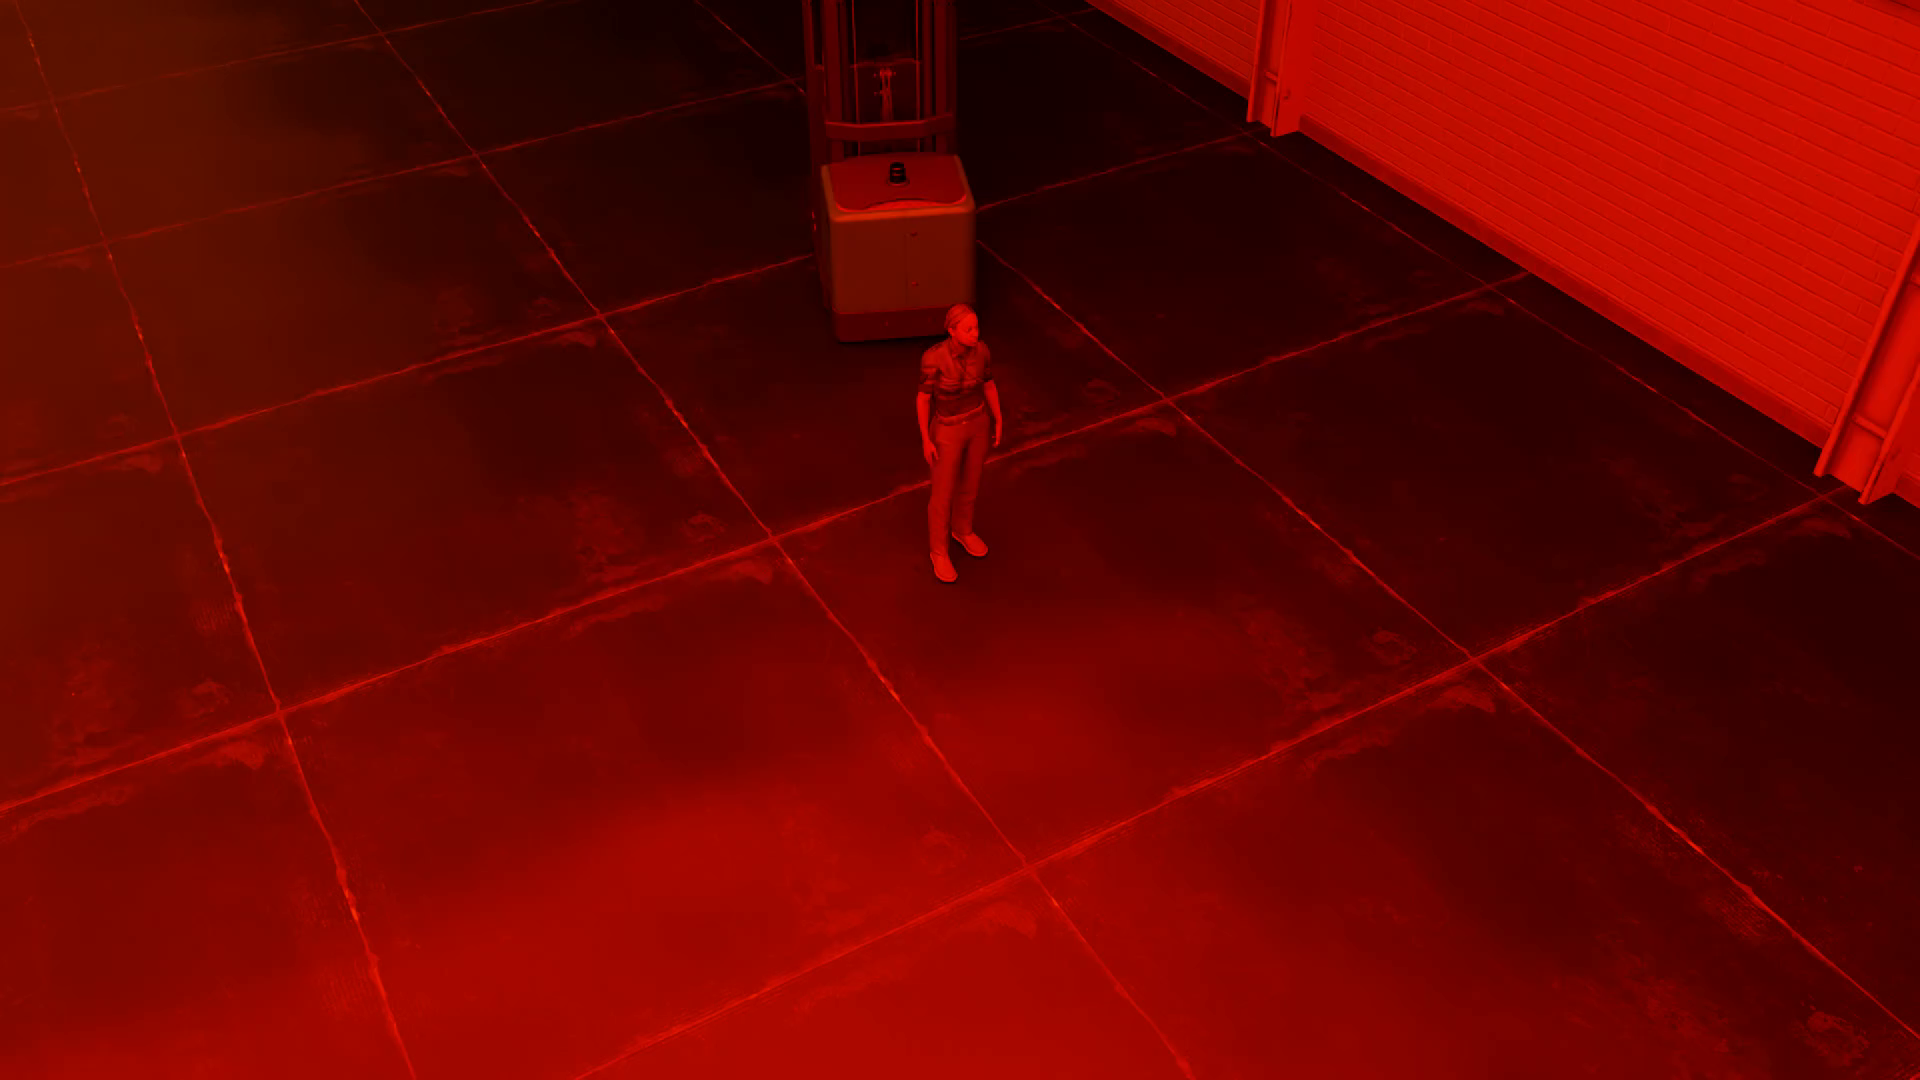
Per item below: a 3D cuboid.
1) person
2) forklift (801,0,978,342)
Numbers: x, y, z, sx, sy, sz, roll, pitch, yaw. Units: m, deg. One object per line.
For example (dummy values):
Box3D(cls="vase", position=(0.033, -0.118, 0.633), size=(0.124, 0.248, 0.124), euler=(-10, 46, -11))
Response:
Box3D(cls="person", position=(0.026, -0.587, 9.733), size=(0.569, 1.654, 0.504), euler=(-20, 44, -23))
Box3D(cls="forklift", position=(-0.606, -3.488, 12.241), size=(1.130, 2.935, 3.031), euler=(-6, 40, -7))
